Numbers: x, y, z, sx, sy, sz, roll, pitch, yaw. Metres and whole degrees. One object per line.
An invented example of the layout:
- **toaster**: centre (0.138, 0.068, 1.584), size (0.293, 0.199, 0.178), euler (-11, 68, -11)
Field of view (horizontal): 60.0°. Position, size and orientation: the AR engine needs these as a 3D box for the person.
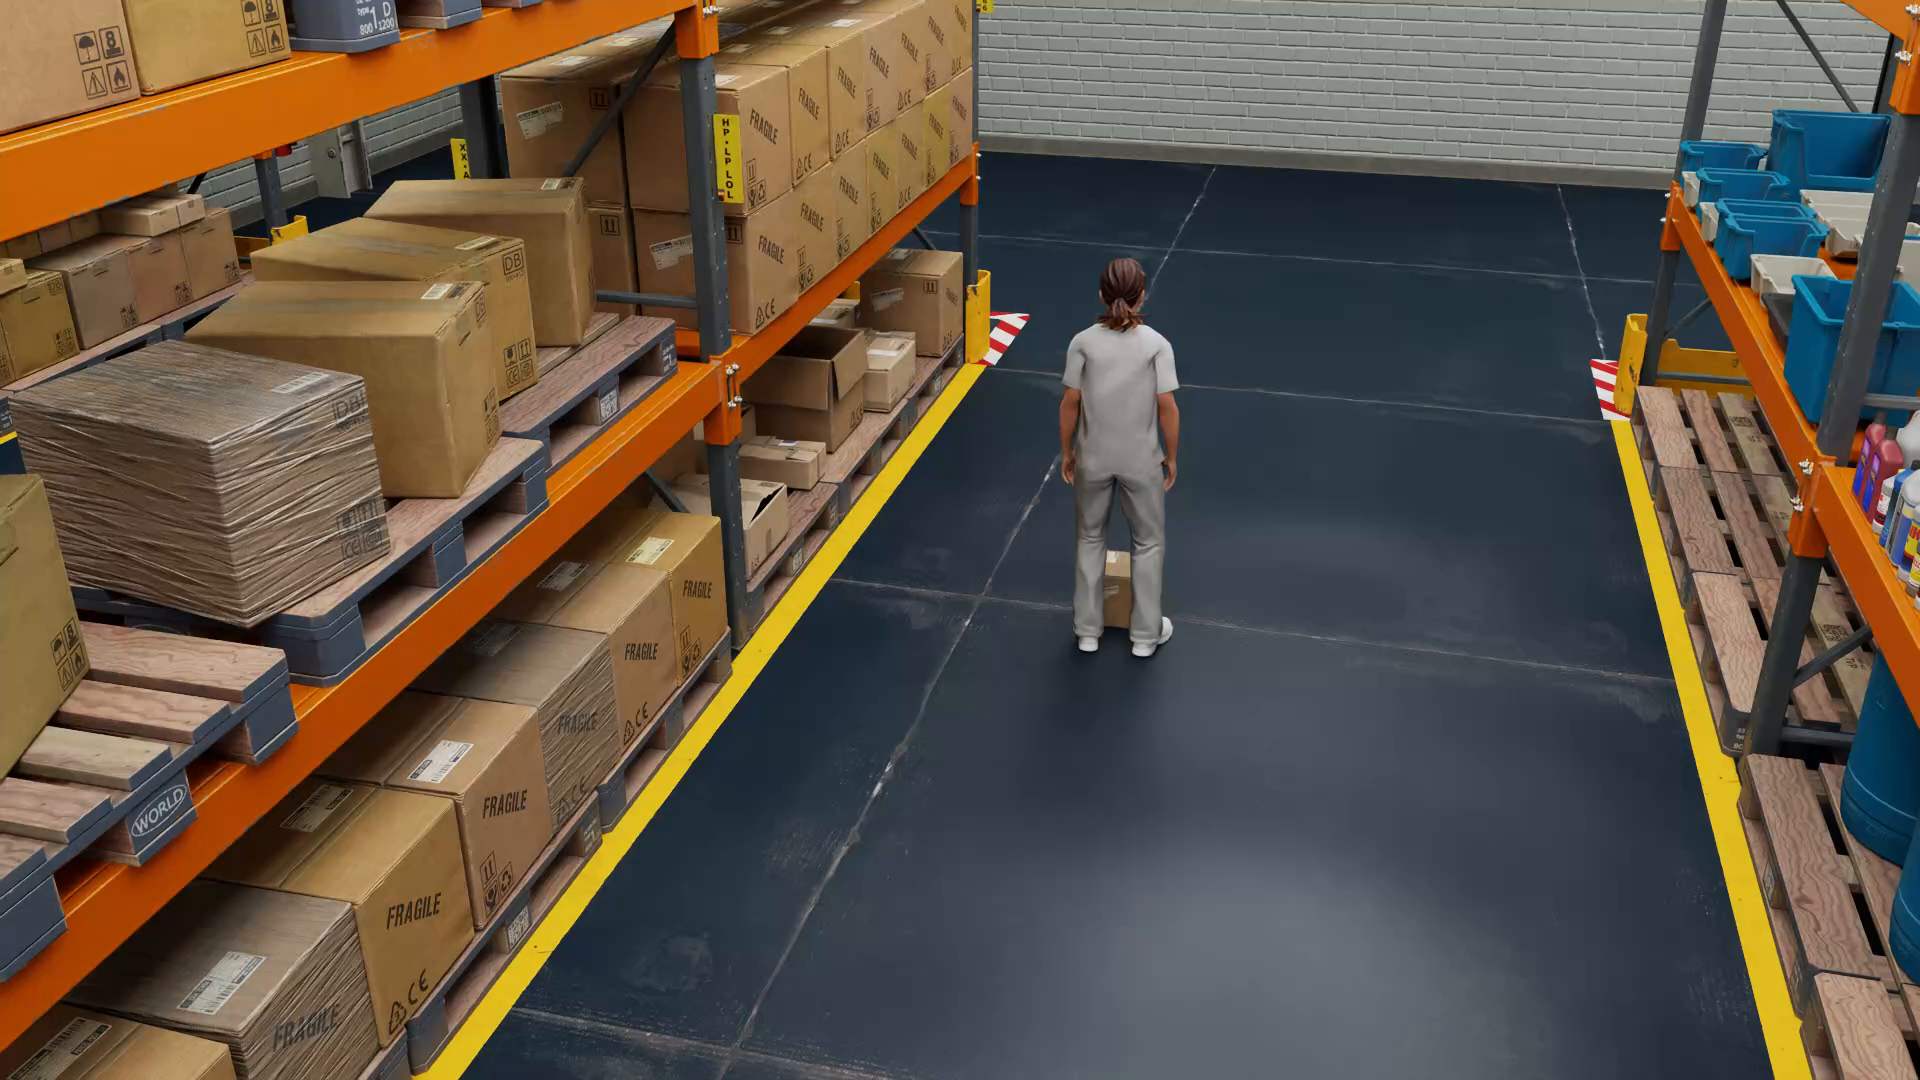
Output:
- **person**: centre (0.651, -0.319, 6.783), size (0.498, 1.671, 0.358), euler (5, 26, 11)
